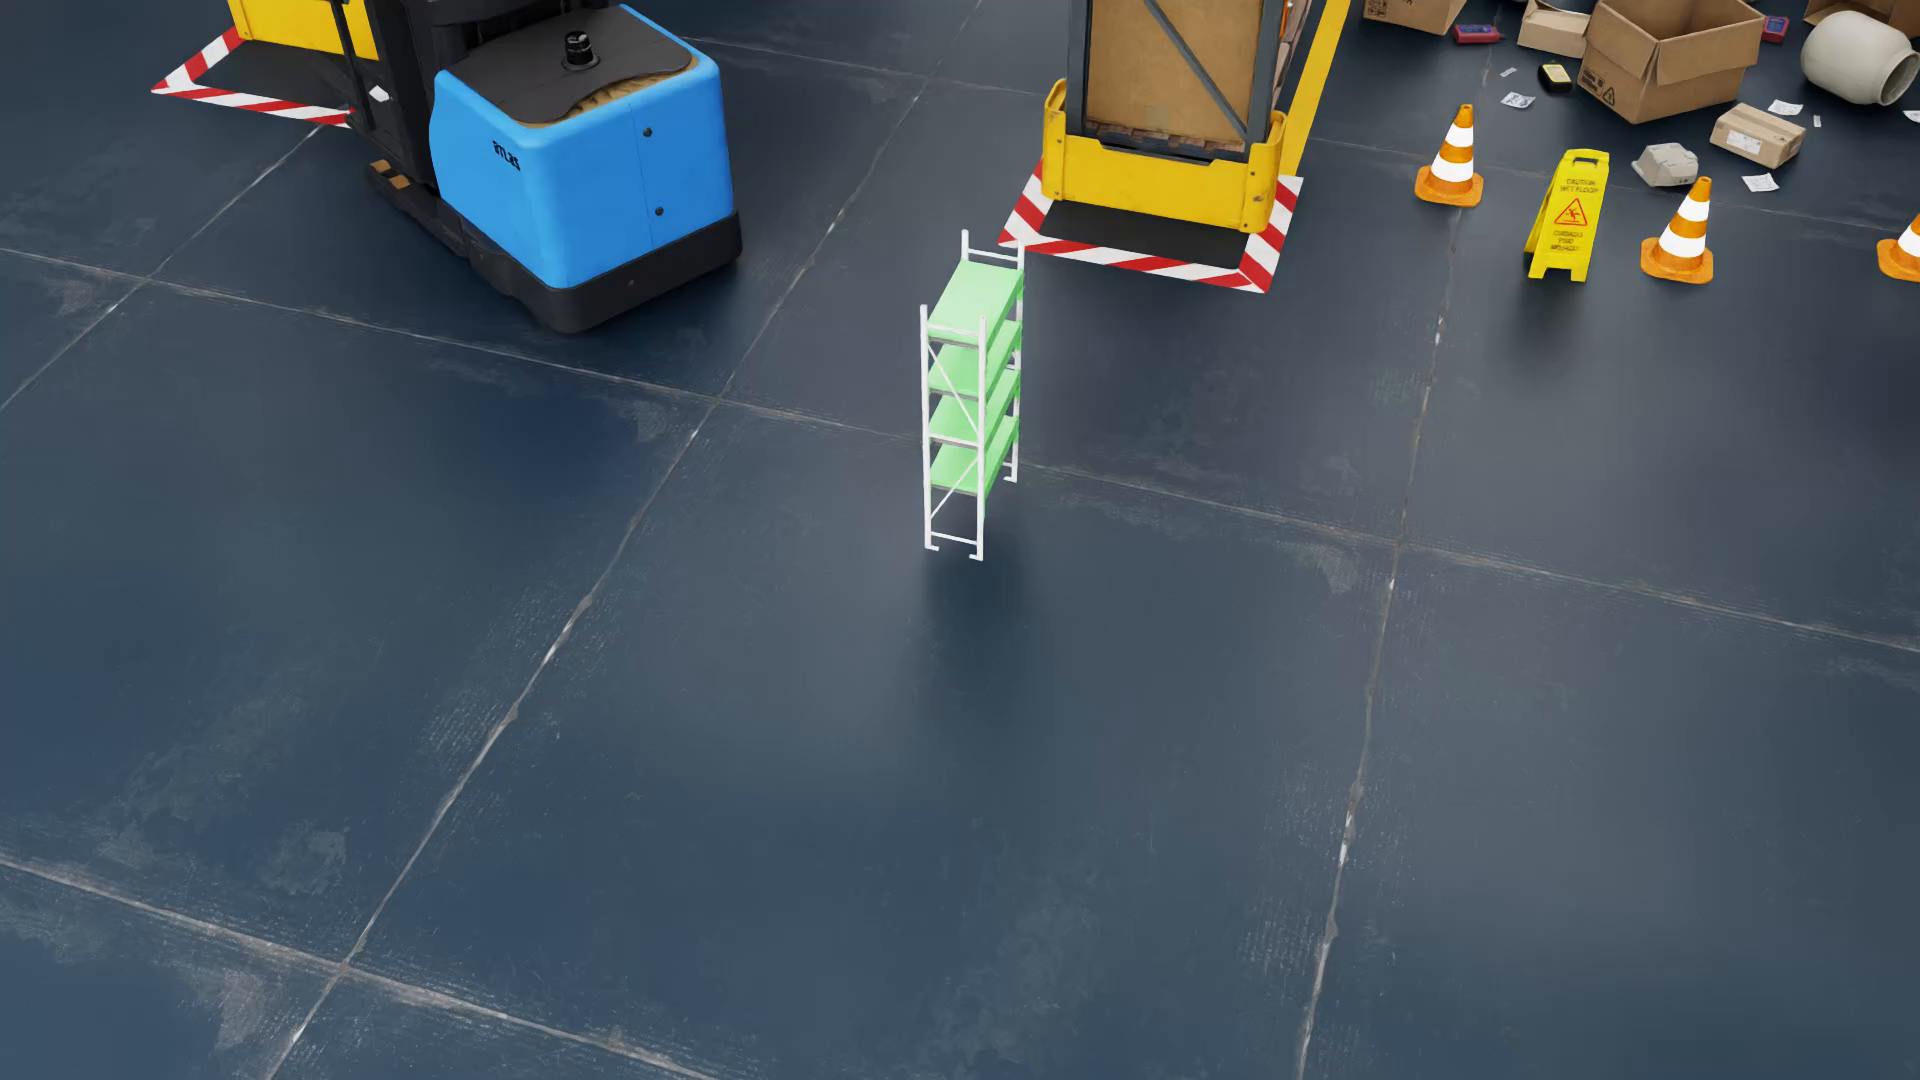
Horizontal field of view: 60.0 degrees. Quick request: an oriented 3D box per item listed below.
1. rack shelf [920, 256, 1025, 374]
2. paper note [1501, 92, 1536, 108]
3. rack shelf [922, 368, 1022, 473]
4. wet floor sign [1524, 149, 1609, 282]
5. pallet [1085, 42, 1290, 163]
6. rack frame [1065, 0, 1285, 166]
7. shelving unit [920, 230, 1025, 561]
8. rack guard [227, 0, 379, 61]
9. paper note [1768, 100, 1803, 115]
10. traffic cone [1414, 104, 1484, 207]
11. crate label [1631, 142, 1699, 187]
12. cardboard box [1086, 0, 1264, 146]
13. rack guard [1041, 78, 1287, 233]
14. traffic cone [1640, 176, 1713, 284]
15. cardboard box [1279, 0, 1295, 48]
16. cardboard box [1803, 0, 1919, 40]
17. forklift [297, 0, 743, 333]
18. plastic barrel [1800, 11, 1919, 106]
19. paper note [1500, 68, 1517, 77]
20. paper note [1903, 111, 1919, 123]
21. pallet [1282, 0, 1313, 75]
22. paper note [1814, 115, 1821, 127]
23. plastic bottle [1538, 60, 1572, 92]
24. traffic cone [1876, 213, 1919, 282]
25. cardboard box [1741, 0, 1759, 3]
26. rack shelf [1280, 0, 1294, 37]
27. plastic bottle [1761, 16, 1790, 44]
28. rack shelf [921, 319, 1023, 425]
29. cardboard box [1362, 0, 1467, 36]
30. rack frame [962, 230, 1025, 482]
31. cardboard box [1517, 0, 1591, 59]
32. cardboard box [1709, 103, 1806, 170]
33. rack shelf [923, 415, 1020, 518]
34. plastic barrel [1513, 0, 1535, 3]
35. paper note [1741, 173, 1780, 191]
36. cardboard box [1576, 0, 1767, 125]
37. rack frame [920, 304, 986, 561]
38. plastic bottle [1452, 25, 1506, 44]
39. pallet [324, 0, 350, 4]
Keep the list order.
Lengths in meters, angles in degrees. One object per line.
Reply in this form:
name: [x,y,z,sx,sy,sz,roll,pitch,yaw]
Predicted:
rack shelf: [0.050,-0.837,6.152,0.258,0.148,0.480,13,46,12]
paper note: [3.099,-2.444,9.227,0.144,0.017,0.142,28,51,26]
rack shelf: [0.050,-0.494,6.488,0.258,0.148,0.480,13,46,12]
wet floor sign: [2.897,-1.568,7.891,0.267,0.644,0.232,5,45,5]
pallet: [1.186,-2.401,9.052,1.003,0.211,1.213,13,46,13]
rack frame: [1.019,-2.848,7.515,1.000,3.000,0.127,13,46,13]
shelving unit: [0.050,-0.539,6.443,0.258,1.200,0.503,13,46,12]
rack guard: [-3.655,-3.123,9.584,1.175,0.500,0.348,13,46,13]
paper note: [4.556,-2.388,9.176,0.148,0.019,0.142,28,51,26]
traffic cone: [2.533,-1.994,8.457,0.336,0.463,0.334,13,46,13]
crate label: [3.686,-1.949,8.644,0.250,0.136,0.298,-9,45,-9]
cardboard box: [1.161,-2.704,8.588,0.875,0.875,0.875,13,46,13]
rack guard: [1.012,-1.938,8.373,1.175,0.500,0.348,13,46,13]
traffic cone: [3.507,-1.528,7.981,0.336,0.463,0.334,13,46,13]
cardboard box: [1.426,-3.291,9.188,0.875,0.875,0.875,12,46,12]
cardboard box: [5.357,-3.214,9.676,0.500,0.500,0.500,-24,49,-22]
forklift: [-2.411,-2.946,7.665,1.130,2.935,3.031,-32,53,-28]
plastic barrel: [4.950,-2.643,9.149,0.421,0.421,0.512,-24,49,-22]
paper note: [3.120,-2.663,9.464,0.123,0.001,0.032,-33,53,-29]
paper note: [5.264,-2.319,9.098,0.142,0.019,0.148,-2,44,-2]
pallet: [1.558,-3.211,9.881,1.003,0.211,1.213,13,46,13]
paper note: [4.681,-2.287,9.080,0.032,0.001,0.123,13,46,13]
plastic bottle: [3.349,-2.626,9.390,0.133,0.061,0.283,-2,44,-2]
traffic cone: [4.668,-1.520,7.972,0.336,0.463,0.334,13,46,13]
cardboard box: [4.686,-3.467,10.103,0.258,0.266,0.396,-16,47,-16]
rack shelf: [1.625,-3.924,9.129,1.077,0.370,4.000,13,46,13]
plastic bottle: [4.800,-3.020,9.792,0.133,0.061,0.283,20,48,19]
rack shelf: [0.050,-0.665,6.320,0.258,0.148,0.480,13,46,12]
cardboard box: [2.738,-3.369,9.834,0.500,0.500,0.500,20,48,19]
rack frame: [0.124,-0.702,6.609,0.240,1.200,0.015,13,46,12]
cardboard box: [3.465,-3.001,9.627,0.396,0.266,0.258,20,48,19]
cardboard box: [4.239,-2.149,8.840,0.250,0.149,0.380,-33,53,-29]
rack shelf: [0.050,-0.322,6.656,0.258,0.148,0.480,13,46,12]
plastic barrel: [3.349,-3.512,10.036,0.421,0.421,0.512,-24,49,-22]
paper note: [4.156,-1.857,8.626,0.148,0.019,0.142,-2,44,-2]
cardboard box: [3.886,-2.681,9.130,0.797,0.503,0.637,-16,47,-16]
rack frame: [-0.024,-0.377,6.277,0.240,1.200,0.015,13,46,12]
plastic bottle: [3.041,-2.962,9.733,0.283,0.061,0.133,-2,44,-2]
pallet: [-3.375,-3.554,10.231,1.003,0.211,1.213,13,46,13]
